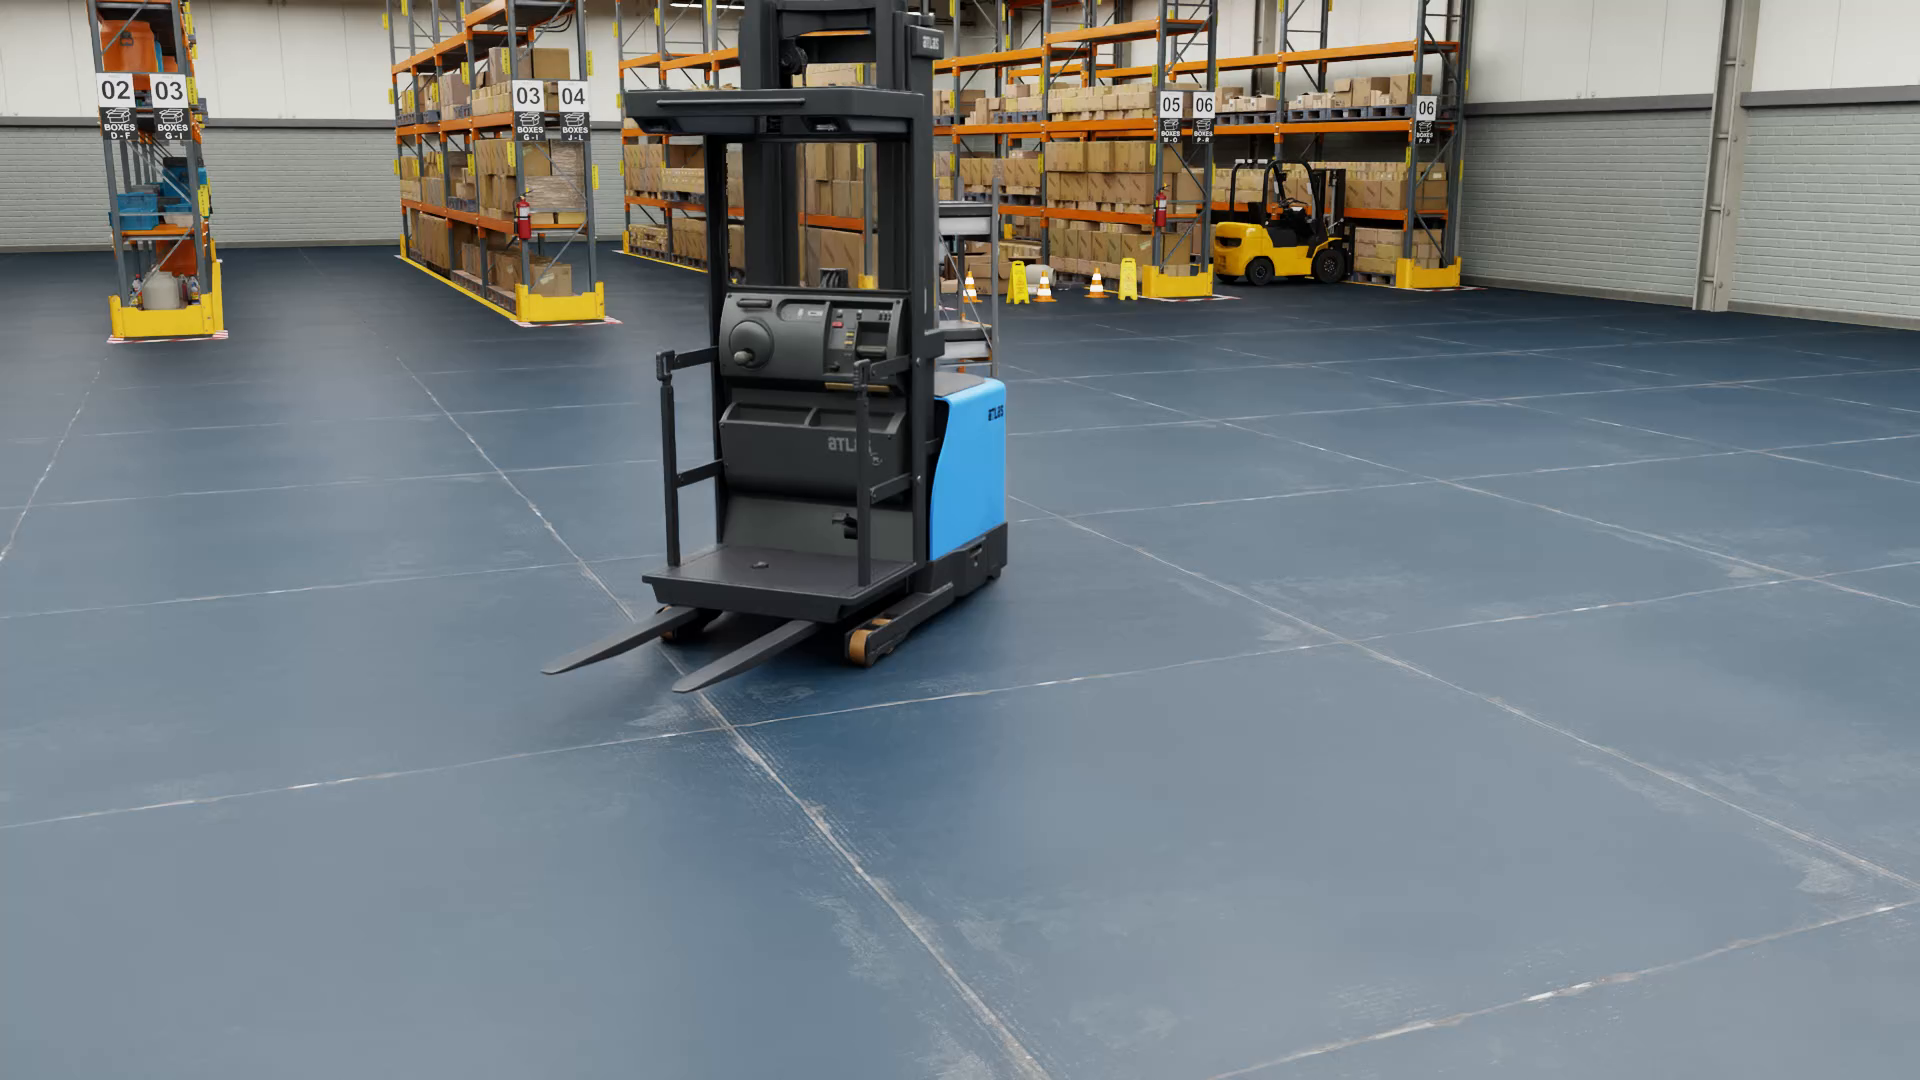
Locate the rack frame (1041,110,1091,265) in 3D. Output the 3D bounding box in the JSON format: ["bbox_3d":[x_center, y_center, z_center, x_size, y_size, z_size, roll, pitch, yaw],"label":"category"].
[{"bbox_3d":[1.958,-6.240,30.179,1.000,3.000,0.127,-6,14,-23],"label":"rack frame"}]

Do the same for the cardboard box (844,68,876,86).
[{"bbox_3d":[-1.387,-6.808,24.500,0.500,0.250,0.500,-5,14,-22],"label":"cardboard box"}]

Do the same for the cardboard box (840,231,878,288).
[{"bbox_3d":[-1.267,-4.249,25.358,0.875,0.875,0.875,-6,14,-23],"label":"cardboard box"}]

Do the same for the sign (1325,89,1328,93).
[{"bbox_3d":[7.012,-8.491,31.932,0.100,0.325,0.005,-6,14,-23],"label":"sign"}]

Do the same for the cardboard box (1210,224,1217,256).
[{"bbox_3d":[5.678,-6.160,34.167,0.875,0.625,0.625,-6,14,-25],"label":"cardboard box"}]

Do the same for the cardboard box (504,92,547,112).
[{"bbox_3d":[-5.946,-5.983,22.751,0.500,0.250,0.500,-5,14,-22],"label":"cardboard box"}]

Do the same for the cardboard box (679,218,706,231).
[{"bbox_3d":[-5.473,-6.491,34.211,0.500,0.250,0.500,-5,14,-21],"label":"cardboard box"}]

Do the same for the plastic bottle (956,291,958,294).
[{"bbox_3d":[0.036,-4.061,27.281,0.133,0.061,0.283,-12,18,-42],"label":"plastic bottle"}]

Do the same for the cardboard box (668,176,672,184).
[{"bbox_3d":[-5.796,-7.422,34.254,0.380,0.149,0.250,-5,14,-22],"label":"cardboard box"}]

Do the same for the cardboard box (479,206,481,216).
[{"bbox_3d":[-7.312,-5.151,26.030,0.380,0.149,0.250,-6,14,-23],"label":"cardboard box"}]

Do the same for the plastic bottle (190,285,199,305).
[{"bbox_3d":[-10.499,-3.359,22.806,0.097,0.271,0.097,0,13,0],"label":"plastic bottle"}]

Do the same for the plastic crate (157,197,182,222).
[{"bbox_3d":[-11.568,-4.748,23.868,0.767,0.338,0.504,-6,14,-23],"label":"plastic crate"}]

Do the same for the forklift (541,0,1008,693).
[{"bbox_3d":[-0.780,-0.973,7.573,1.130,2.935,3.031,5,14,22],"label":"forklift"}]

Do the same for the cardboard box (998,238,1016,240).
[{"bbox_3d":[0.572,-5.873,33.490,0.950,0.372,0.625,-7,15,-27],"label":"cardboard box"}]

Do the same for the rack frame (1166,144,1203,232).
[{"bbox_3d":[4.902,-7.516,35.690,1.000,3.000,0.127,-6,14,-23],"label":"rack frame"}]

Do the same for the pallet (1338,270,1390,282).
[{"bbox_3d":[7.277,-4.910,30.617,1.003,0.211,1.213,-6,14,-23],"label":"pallet"}]

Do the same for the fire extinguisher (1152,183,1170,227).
[{"bbox_3d":[3.183,-5.311,26.335,0.296,0.674,0.183,-6,14,-23],"label":"fire extinguisher"}]

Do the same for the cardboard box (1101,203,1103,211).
[{"bbox_3d":[2.620,-5.667,28.259,0.380,0.149,0.250,-6,14,-23],"label":"cardboard box"}]

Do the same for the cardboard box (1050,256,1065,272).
[{"bbox_3d":[1.946,-4.959,29.809,0.500,0.250,0.500,-6,14,-26],"label":"cardboard box"}]

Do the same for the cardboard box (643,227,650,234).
[{"bbox_3d":[-6.901,-6.948,37.308,0.380,0.149,0.250,-5,14,-22],"label":"cardboard box"}]

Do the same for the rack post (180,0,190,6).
[{"bbox_3d":[-10.245,-6.918,20.912,0.937,0.300,0.954,-4,14,-17],"label":"rack post"}]

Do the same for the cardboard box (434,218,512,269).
[{"bbox_3d":[-8.982,-5.485,30.698,1.225,0.875,0.875,-6,14,-26],"label":"cardboard box"}]

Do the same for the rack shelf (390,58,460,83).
[{"bbox_3d":[-11.128,-9.788,34.688,1.077,0.370,4.000,-6,14,-23],"label":"rack shelf"}]

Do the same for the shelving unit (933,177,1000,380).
[{"bbox_3d":[-0.066,-1.057,9.781,0.431,2.100,0.503,-6,14,-23],"label":"shelving unit"}]

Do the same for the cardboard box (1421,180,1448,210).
[{"bbox_3d":[8.162,-6.039,29.088,0.500,0.500,0.500,-5,14,-21],"label":"cardboard box"}]

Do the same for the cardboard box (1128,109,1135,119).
[{"bbox_3d":[2.956,-6.907,26.967,0.380,0.149,0.250,-5,14,-21],"label":"cardboard box"}]

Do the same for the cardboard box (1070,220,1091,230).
[{"bbox_3d":[2.149,-5.503,29.059,0.380,0.149,0.250,-5,14,-21],"label":"cardboard box"}]

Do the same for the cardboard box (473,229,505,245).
[{"bbox_3d":[-8.207,-5.289,28.974,0.500,0.250,0.500,-4,14,-17],"label":"cardboard box"}]

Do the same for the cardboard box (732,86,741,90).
[{"bbox_3d":[-4.256,-8.696,32.221,0.396,0.266,0.258,-6,14,-23],"label":"cardboard box"}]

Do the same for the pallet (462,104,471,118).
[{"bbox_3d":[-7.272,-6.852,26.587,1.213,0.211,1.003,-6,14,-23],"label":"pallet"}]

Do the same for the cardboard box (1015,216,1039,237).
[{"bbox_3d":[1.855,-8.022,42.482,0.797,0.503,0.637,-6,14,-25],"label":"cardboard box"}]

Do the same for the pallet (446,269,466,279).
[{"bbox_3d":[-8.972,-4.982,30.930,1.003,0.211,1.213,-6,14,-23],"label":"pallet"}]

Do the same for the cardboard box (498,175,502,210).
[{"bbox_3d":[-6.186,-5.028,24.060,0.875,0.500,0.500,-6,14,-23],"label":"cardboard box"}]

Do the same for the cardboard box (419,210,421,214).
[{"bbox_3d":[-10.879,-6.497,35.069,0.875,0.875,0.875,-6,14,-23],"label":"cardboard box"}]

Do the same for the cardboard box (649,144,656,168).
[{"bbox_3d":[-6.390,-8.285,35.914,0.500,0.500,0.500,-6,14,-25],"label":"cardboard box"}]

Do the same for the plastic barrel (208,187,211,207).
[{"bbox_3d":[-12.800,-5.722,27.638,0.600,0.536,0.708,-6,14,-23],"label":"plastic barrel"}]

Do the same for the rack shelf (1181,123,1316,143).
[{"bbox_3d":[5.703,-8.213,33.647,1.077,0.370,4.000,-6,14,-23],"label":"rack shelf"}]

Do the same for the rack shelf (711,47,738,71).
[{"bbox_3d":[-3.339,-8.563,29.392,1.077,0.370,4.000,-6,14,-23],"label":"rack shelf"}]

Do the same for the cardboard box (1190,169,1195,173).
[{"bbox_3d":[4.994,-7.682,34.749,0.380,0.149,0.250,-5,14,-21],"label":"cardboard box"}]

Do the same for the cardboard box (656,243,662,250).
[{"bbox_3d":[-6.404,-6.401,36.265,0.380,0.149,0.250,-6,14,-25],"label":"cardboard box"}]

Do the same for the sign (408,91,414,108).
[{"bbox_3d":[-10.835,-8.699,32.829,0.100,0.325,0.005,-6,14,-23],"label":"sign"}]

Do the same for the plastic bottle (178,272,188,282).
[{"bbox_3d":[-11.271,-3.701,24.109,0.144,0.351,0.185,-6,14,-23],"label":"plastic bottle"}]

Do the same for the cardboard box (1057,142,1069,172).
[{"bbox_3d":[2.120,-6.703,29.079,0.700,0.500,0.500,-6,14,-23],"label":"cardboard box"}]

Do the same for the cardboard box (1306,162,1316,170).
[{"bbox_3d":[6.667,-6.946,30.909,0.380,0.149,0.250,-5,14,-22],"label":"cardboard box"}]

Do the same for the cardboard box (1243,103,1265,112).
[{"bbox_3d":[5.785,-8.481,32.614,0.380,0.149,0.250,-6,14,-23],"label":"cardboard box"}]

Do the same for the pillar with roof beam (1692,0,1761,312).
[{"bbox_3d":[7.112,-7.382,21.809,9.100,9.000,0.400,-6,14,-23],"label":"pillar with roof beam"}]

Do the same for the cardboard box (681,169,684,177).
[{"bbox_3d":[-5.376,-7.352,33.288,0.380,0.149,0.250,-5,14,-21],"label":"cardboard box"}]

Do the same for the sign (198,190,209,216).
[{"bbox_3d":[-9.553,-4.255,20.987,0.100,0.325,0.005,-6,14,-23],"label":"sign"}]

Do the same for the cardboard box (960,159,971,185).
[{"bbox_3d":[0.323,-7.351,33.165,0.500,0.500,0.500,-6,14,-25],"label":"cardboard box"}]

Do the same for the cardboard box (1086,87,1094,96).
[{"bbox_3d":[2.357,-7.609,28.229,0.380,0.149,0.250,-6,14,-24],"label":"cardboard box"}]

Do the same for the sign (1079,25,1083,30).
[{"bbox_3d":[2.795,-11.713,38.274,0.100,0.325,0.005,-6,14,-23],"label":"sign"}]

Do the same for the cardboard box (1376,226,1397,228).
[{"bbox_3d":[7.693,-5.538,30.097,0.500,0.250,0.500,-6,14,-23],"label":"cardboard box"}]

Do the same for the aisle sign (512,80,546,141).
[{"bbox_3d":[-5.770,-5.745,22.275,0.394,0.787,0.004,-6,14,-23],"label":"aisle sign"}]
